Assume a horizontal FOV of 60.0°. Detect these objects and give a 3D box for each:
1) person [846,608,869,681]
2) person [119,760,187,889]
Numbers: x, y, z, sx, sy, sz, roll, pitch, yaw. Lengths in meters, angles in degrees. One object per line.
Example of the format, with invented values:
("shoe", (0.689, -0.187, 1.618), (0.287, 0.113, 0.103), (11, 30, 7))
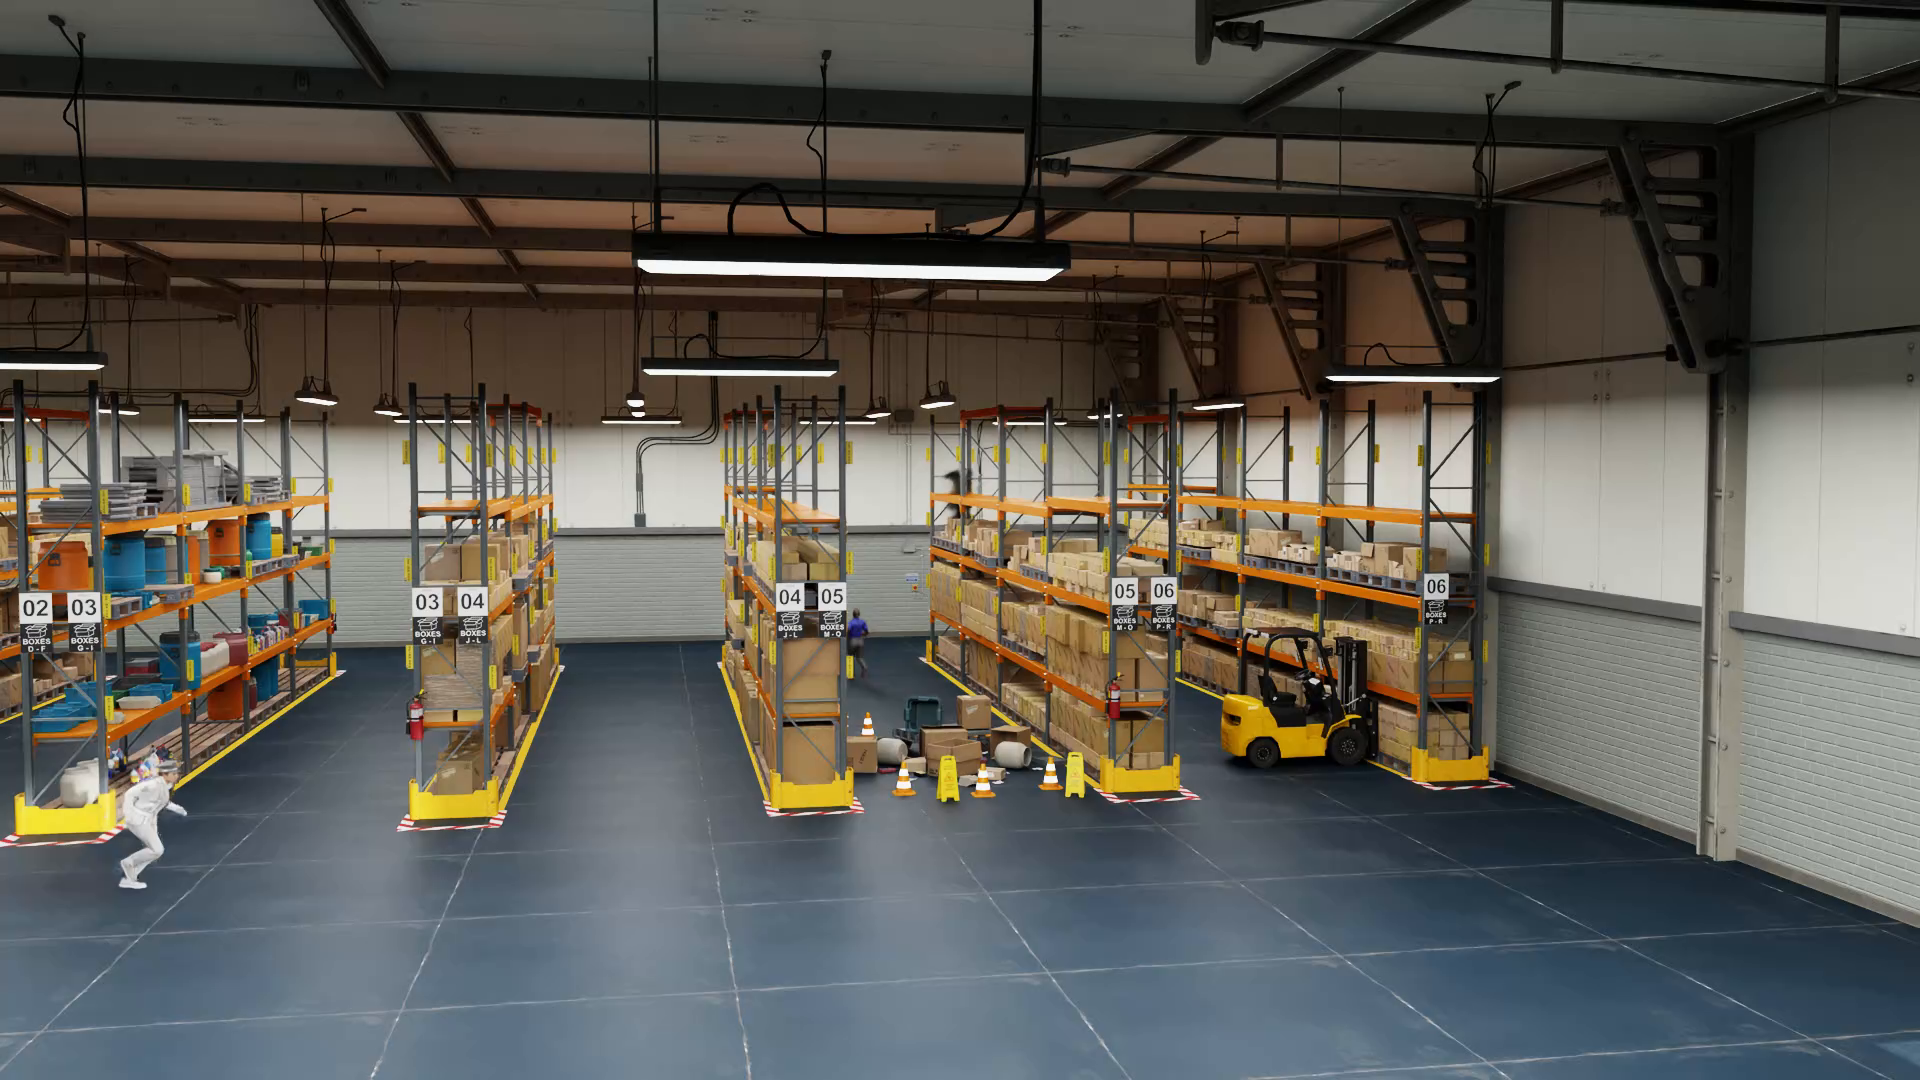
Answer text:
("person", (-2.286, 2.380, 36.684), (0.592, 1.548, 0.850), (-1, 3, -24))
("person", (-9.326, 3.290, 19.131), (0.768, 1.494, 0.650), (0, 3, 2))
